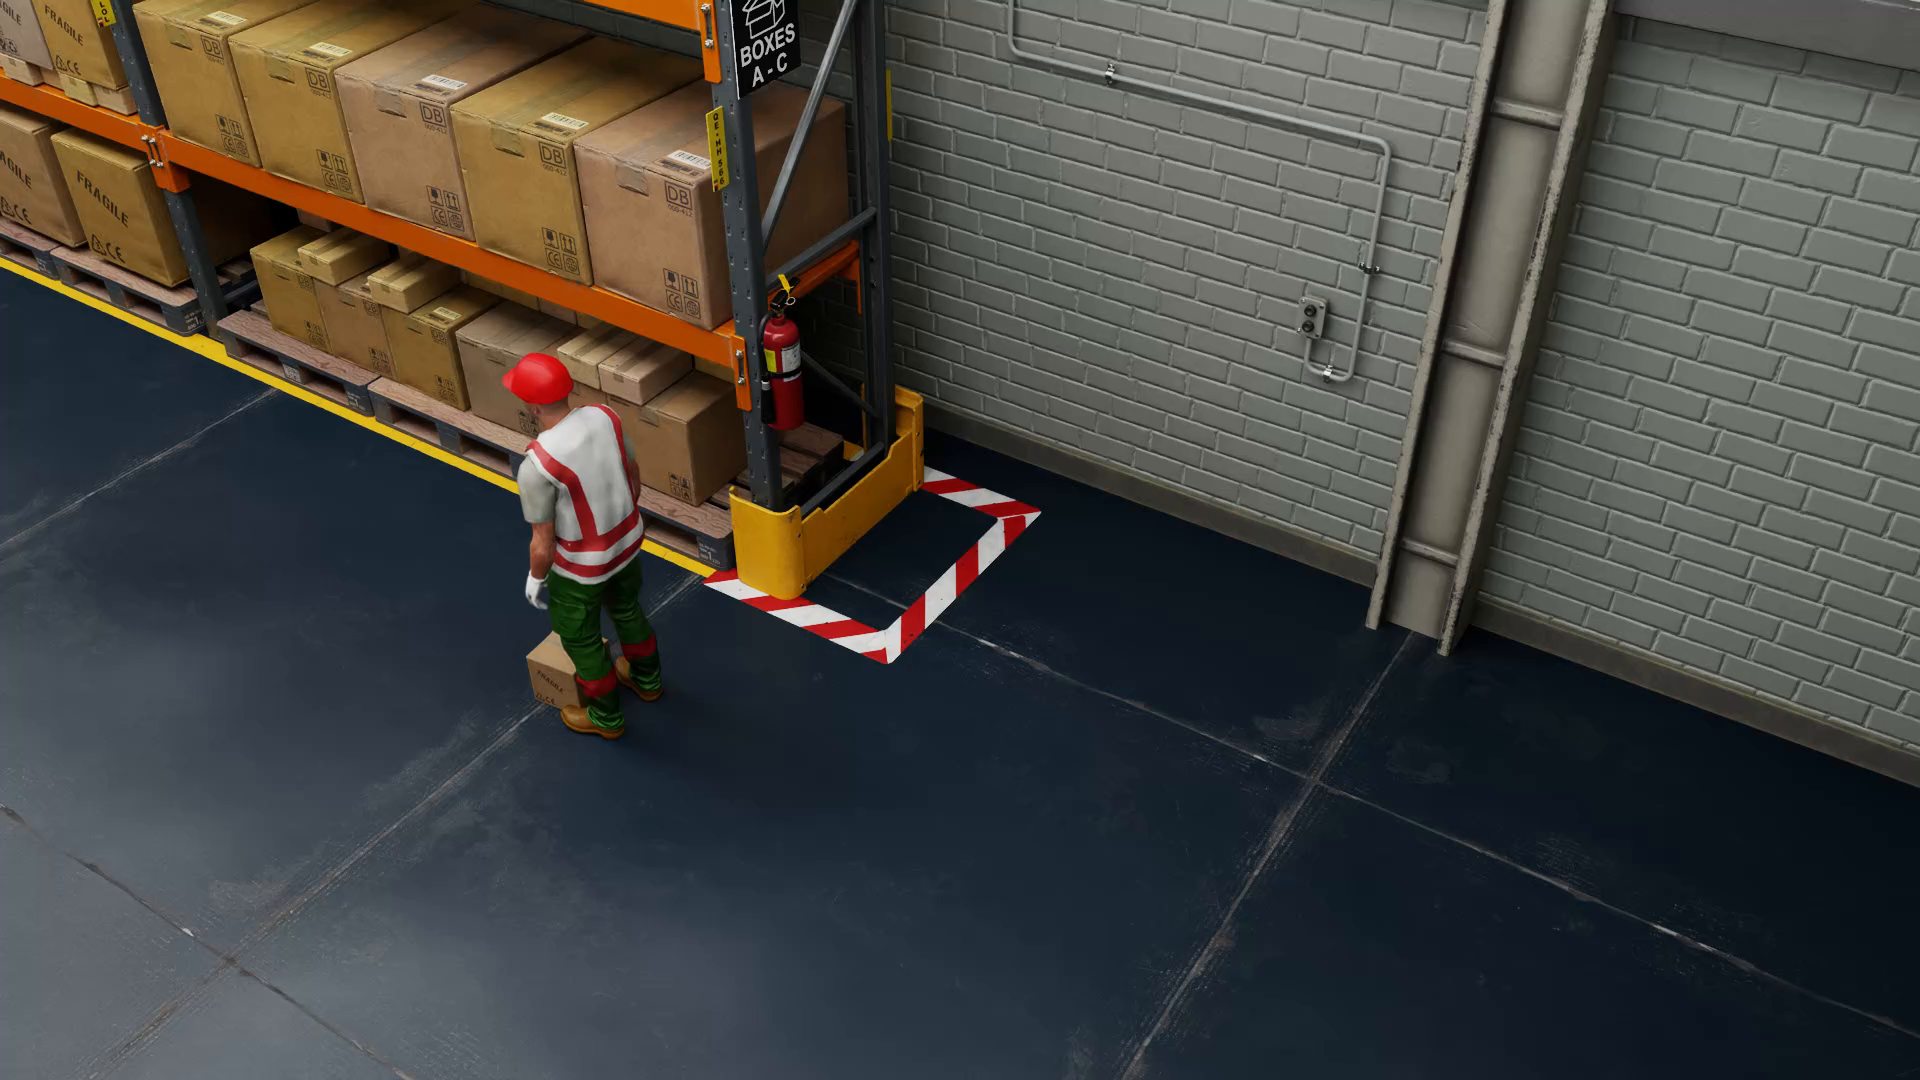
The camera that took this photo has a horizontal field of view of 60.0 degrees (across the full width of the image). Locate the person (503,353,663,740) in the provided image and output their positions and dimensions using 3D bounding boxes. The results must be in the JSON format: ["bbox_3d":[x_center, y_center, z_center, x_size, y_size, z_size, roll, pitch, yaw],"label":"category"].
[{"bbox_3d":[-1.487,0.037,6.620,0.448,1.780,0.609,22,43,25],"label":"person"}]
